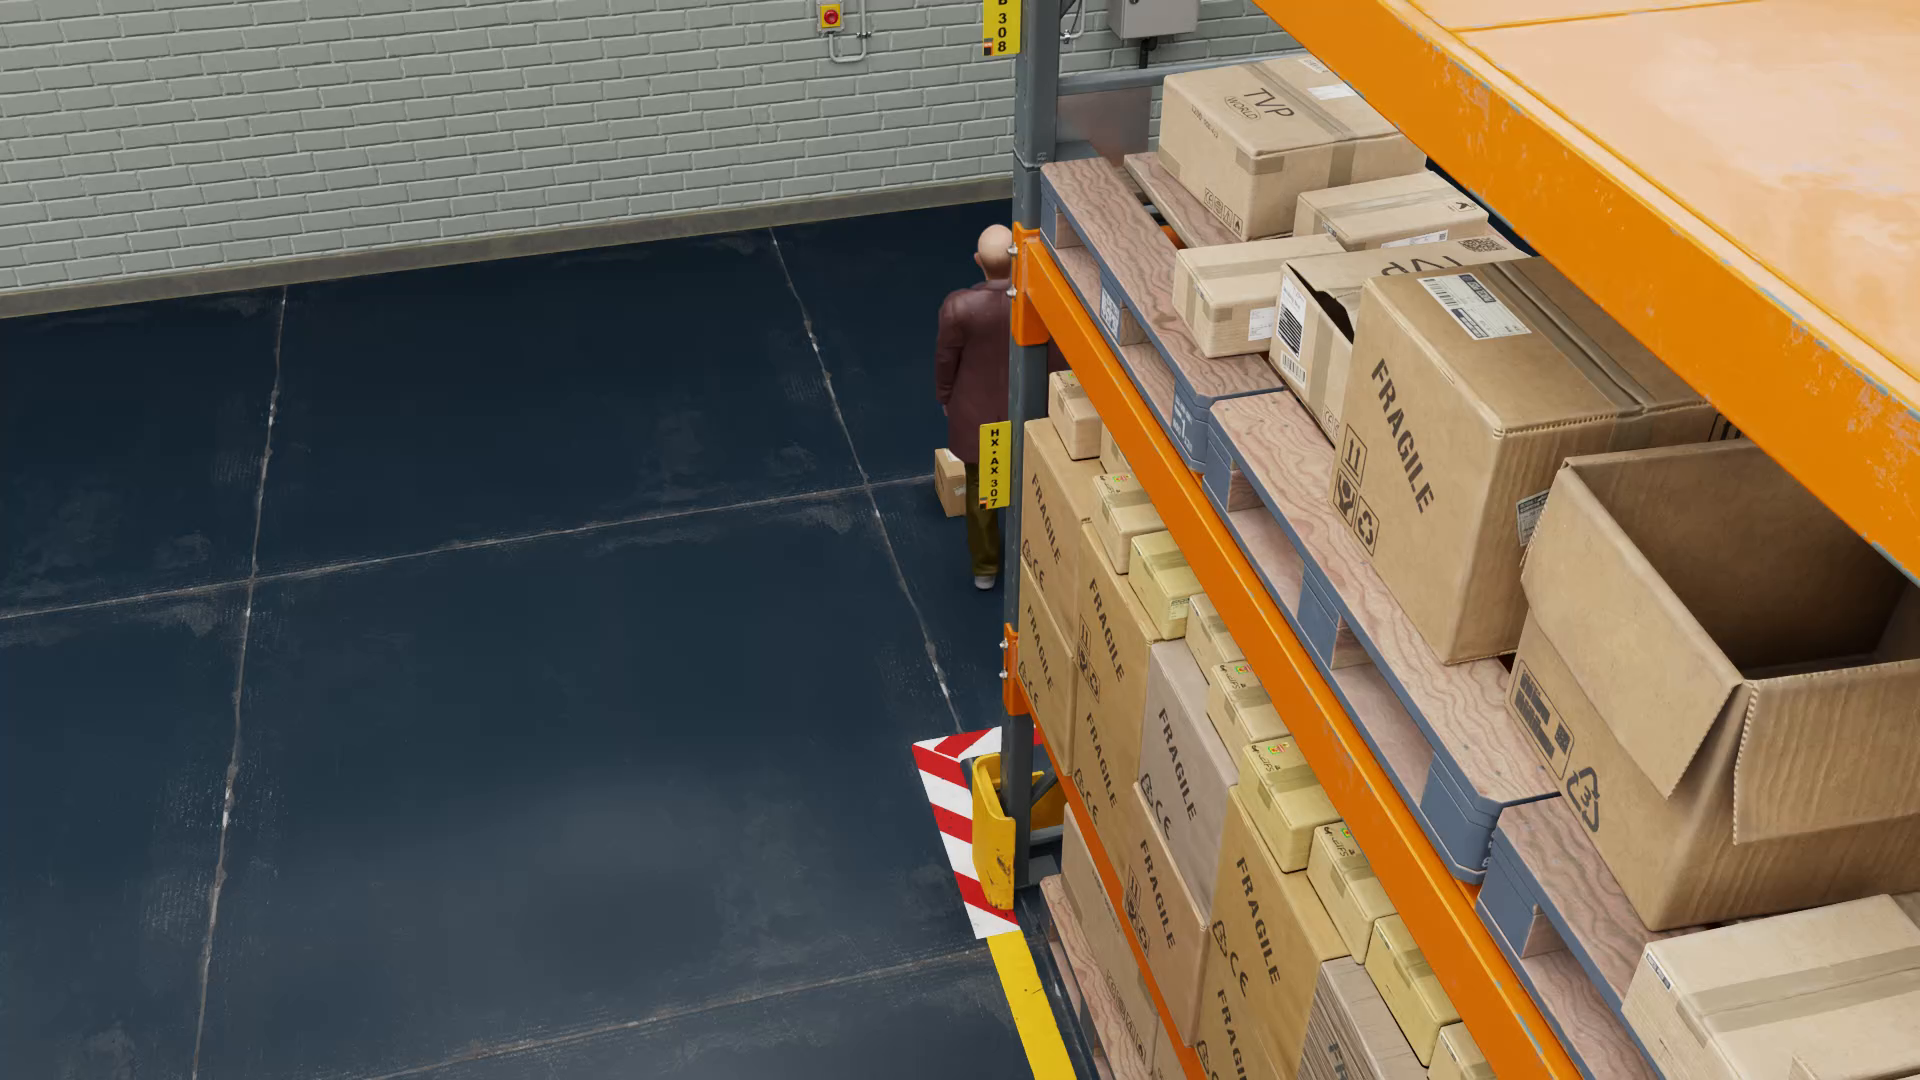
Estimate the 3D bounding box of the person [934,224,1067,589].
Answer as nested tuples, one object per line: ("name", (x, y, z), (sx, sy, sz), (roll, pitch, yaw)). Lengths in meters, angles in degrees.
("person", (0.180, -0.626, 7.536), (0.598, 1.801, 0.585), (-3, 38, -3))
